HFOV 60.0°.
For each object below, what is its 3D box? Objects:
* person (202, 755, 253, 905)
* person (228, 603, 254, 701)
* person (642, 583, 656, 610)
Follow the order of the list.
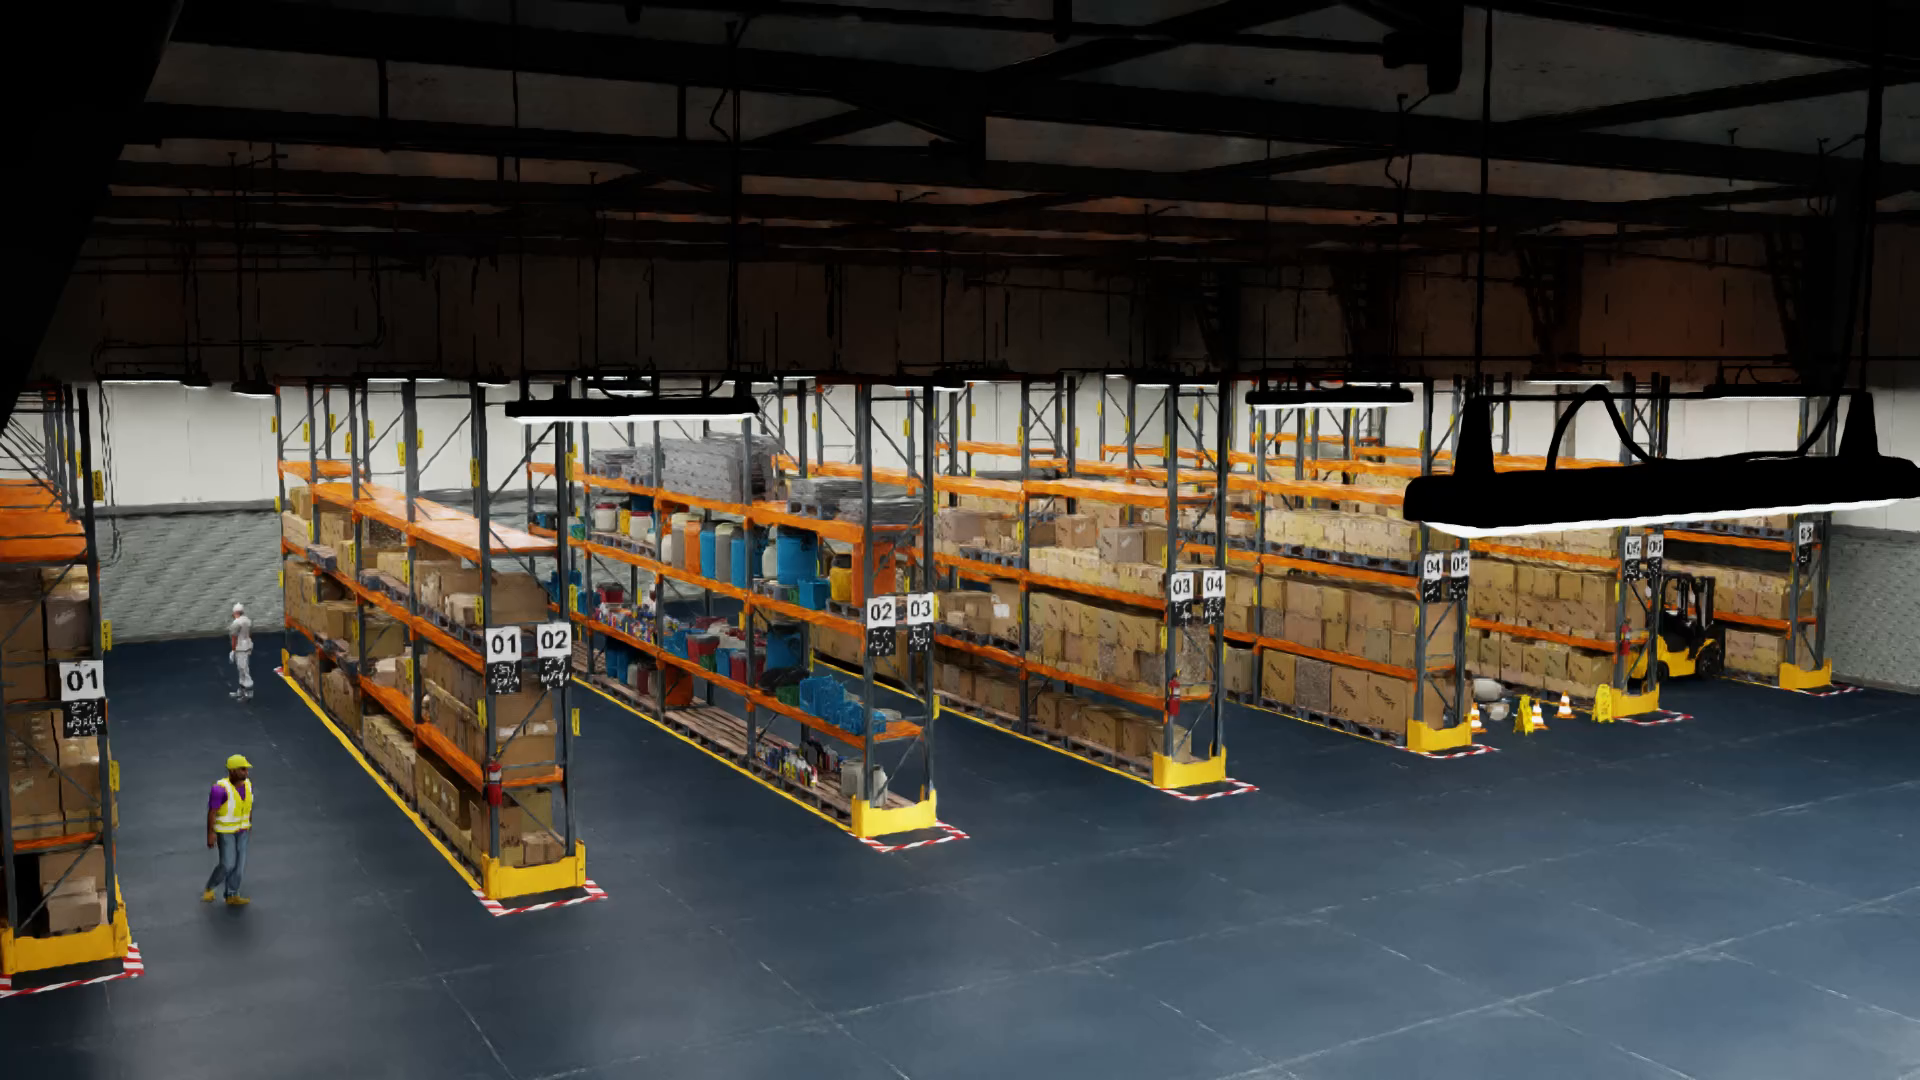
[{"bbox_3d":[-8.469,3.356,19.275,0.571,1.759,0.616,3,7,24],"label":"person"},{"bbox_3d":[-13.368,2.054,30.853,0.577,1.785,0.655,0,6,1],"label":"person"},{"bbox_3d":[-6.396,1.729,34.322,0.840,1.705,0.699,6,9,43],"label":"person"}]
